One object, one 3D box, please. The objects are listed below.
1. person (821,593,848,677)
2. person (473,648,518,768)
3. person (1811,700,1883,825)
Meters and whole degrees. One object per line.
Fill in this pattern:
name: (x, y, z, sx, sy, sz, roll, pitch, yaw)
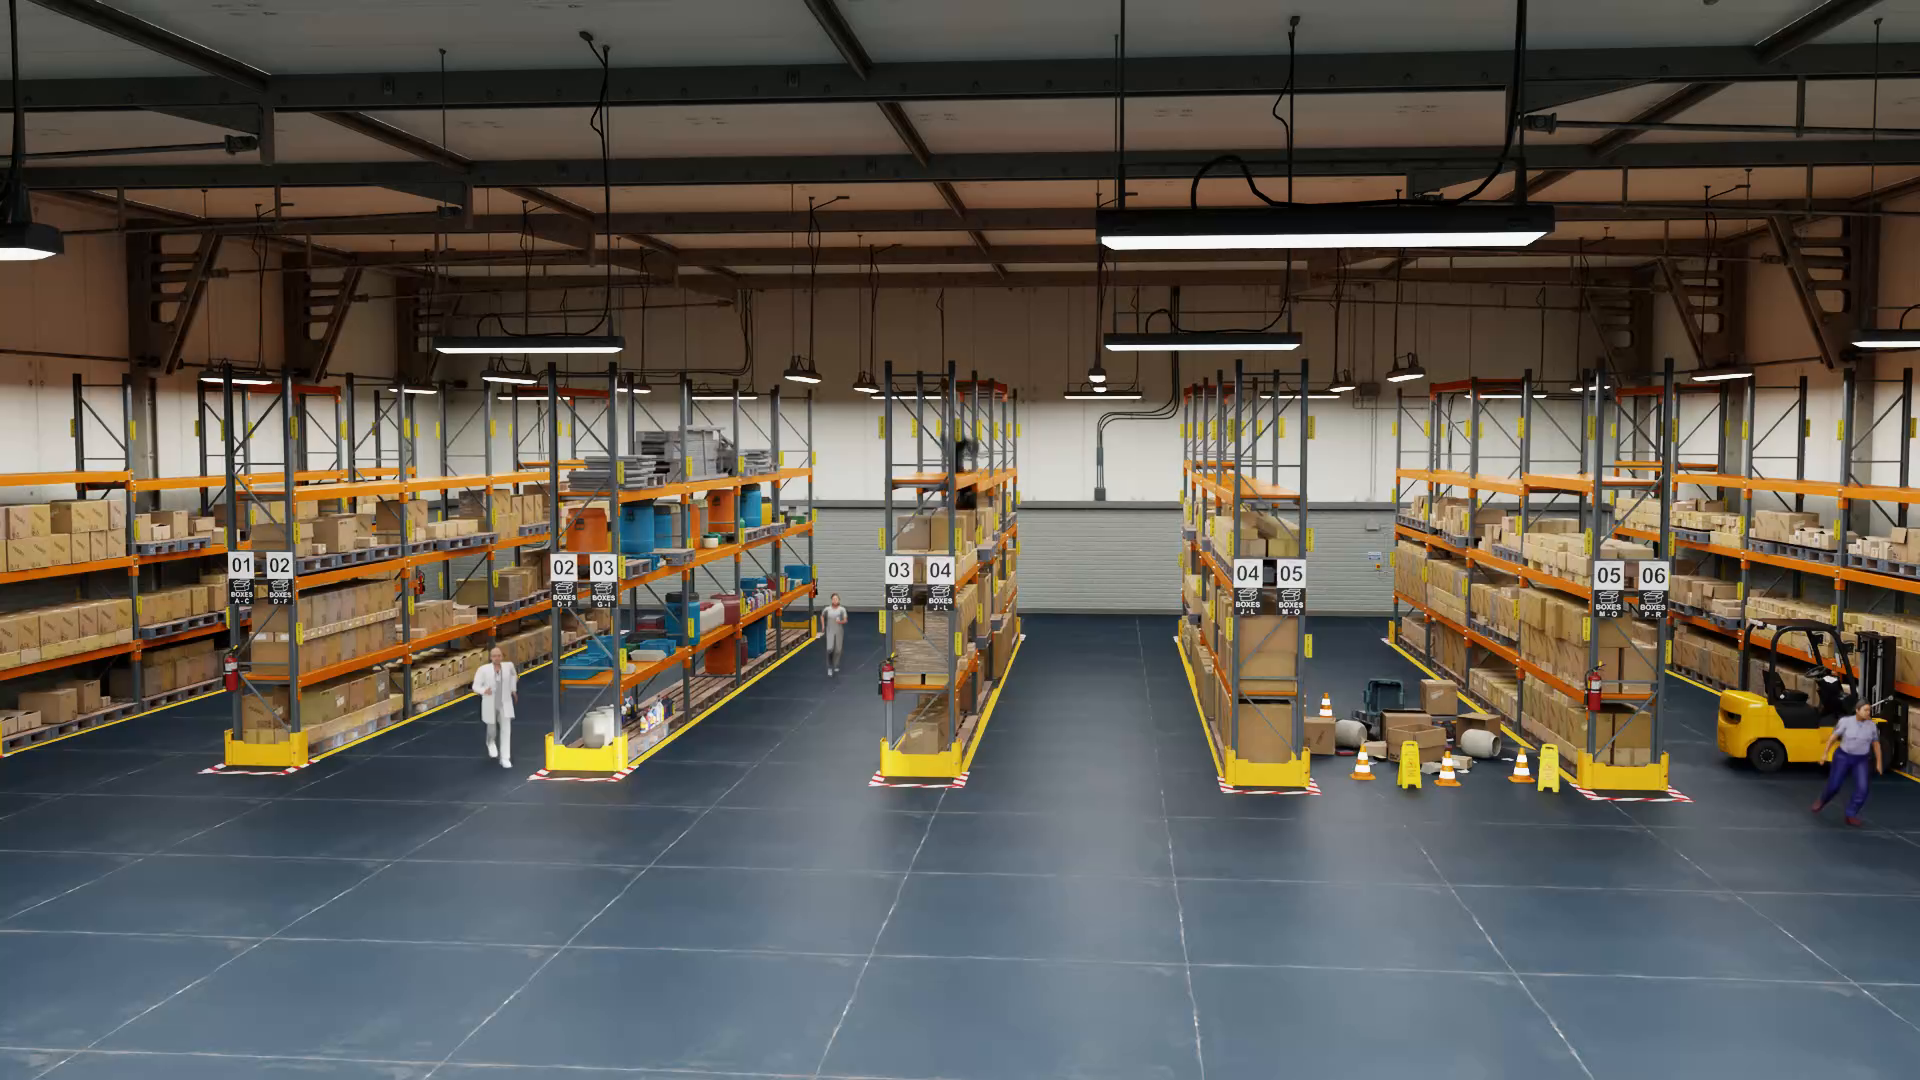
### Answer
person: (-2.570, 1.934, 33.970, 0.544, 1.688, 0.692, 0, 4, -5)
person: (-6.946, 2.466, 24.865, 0.670, 1.750, 1.110, -1, 4, -21)
person: (11.363, 2.859, 21.304, 0.670, 1.484, 0.660, 0, 4, 5)
